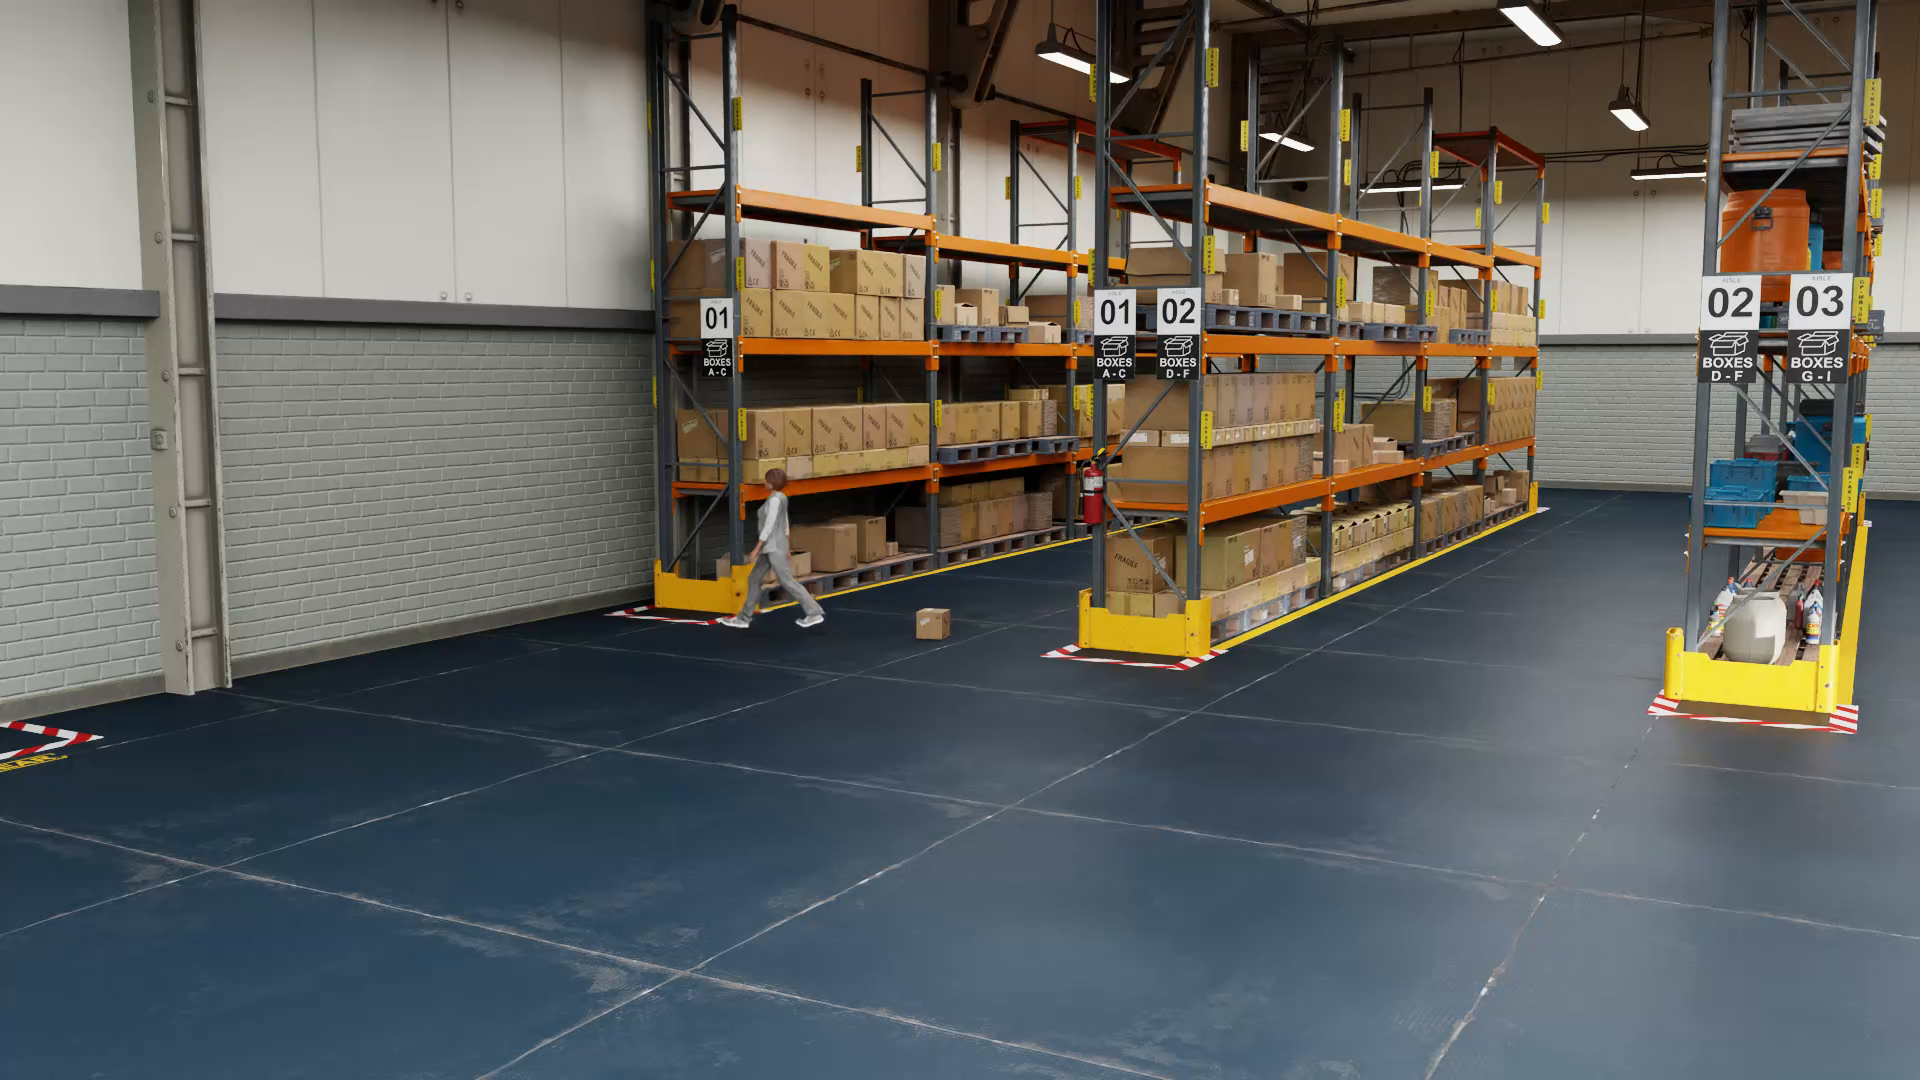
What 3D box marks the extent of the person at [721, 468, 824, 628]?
[{"bbox_3d":[-1.788,0.082,15.777,0.992,1.534,0.445,0,6,-4],"label":"person"}]
